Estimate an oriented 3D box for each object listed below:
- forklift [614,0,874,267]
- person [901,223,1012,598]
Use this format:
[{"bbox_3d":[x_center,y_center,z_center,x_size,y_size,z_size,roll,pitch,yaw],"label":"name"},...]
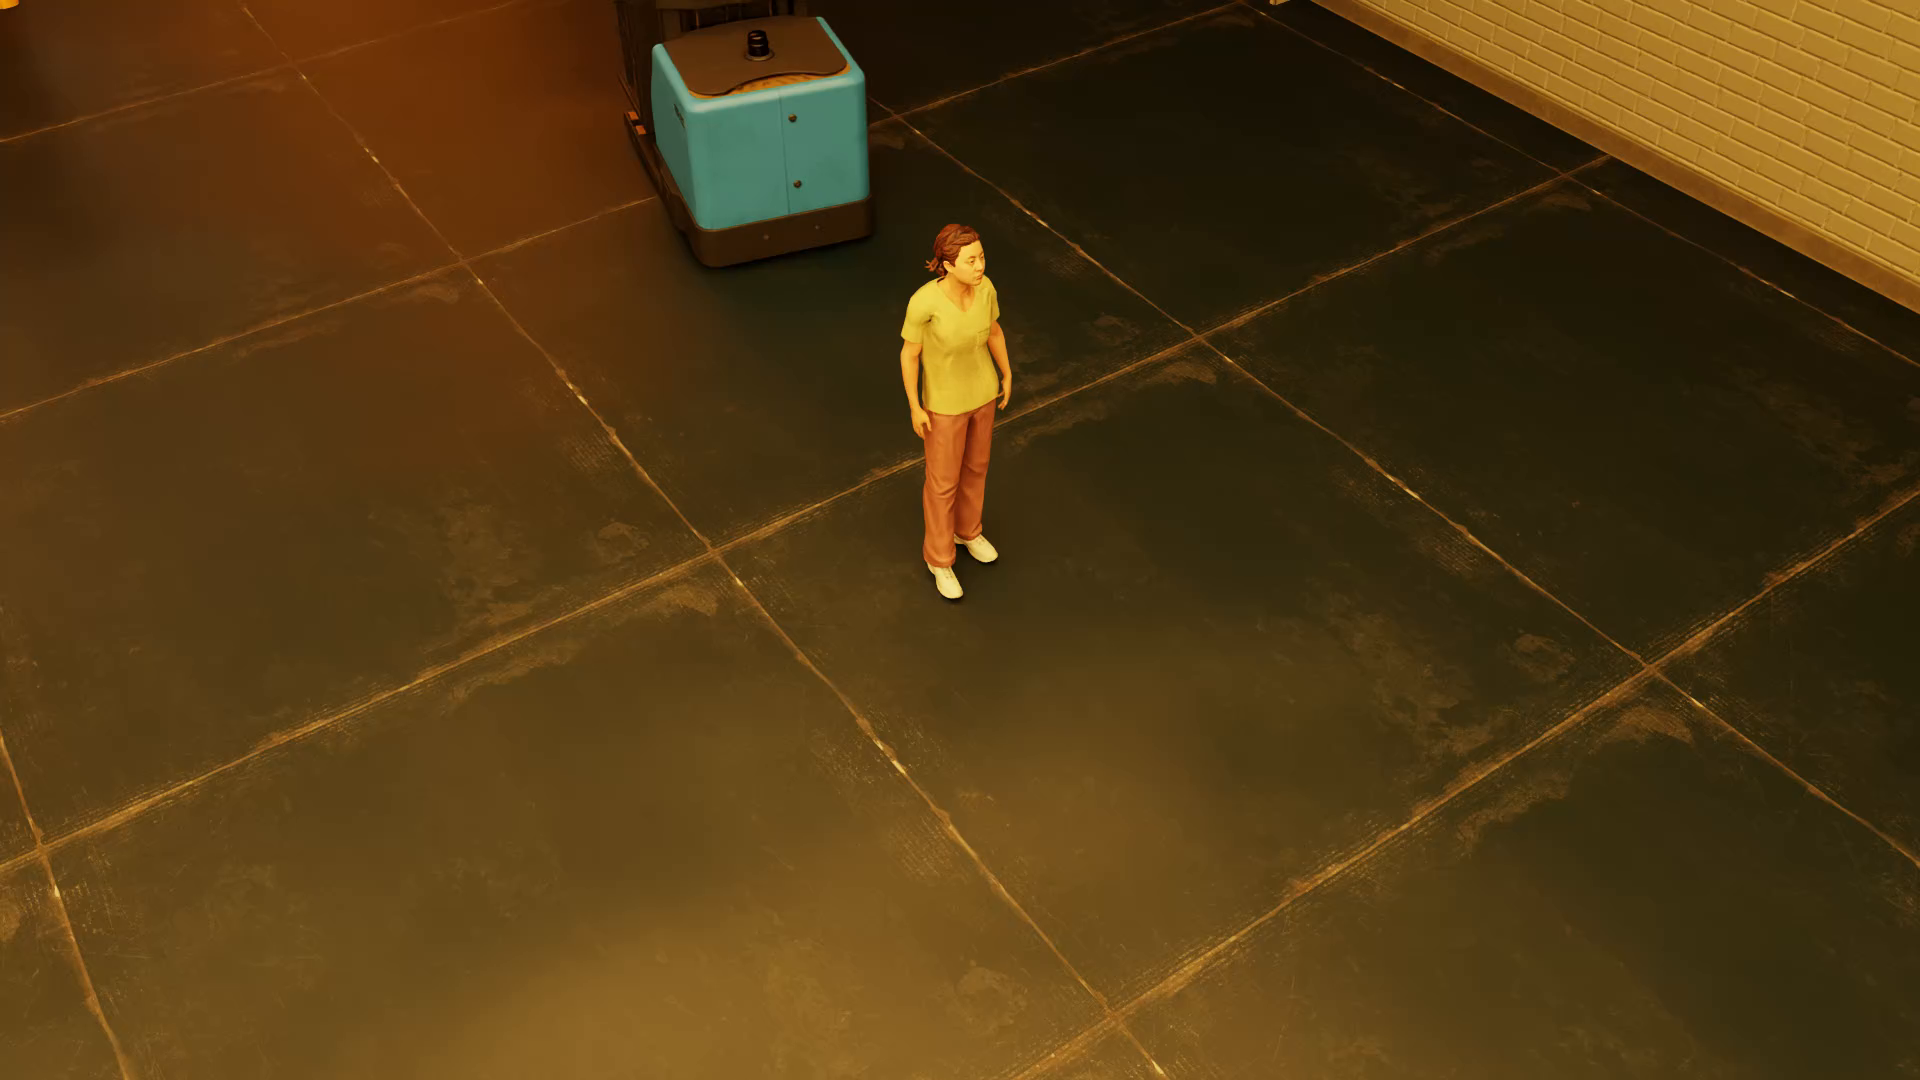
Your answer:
[{"bbox_3d":[-1.512,-3.637,9.662,1.130,2.935,3.031,-15,45,-16],"label":"forklift"},{"bbox_3d":[0.032,-0.576,7.256,0.553,1.675,0.549,-25,48,-25],"label":"person"}]
